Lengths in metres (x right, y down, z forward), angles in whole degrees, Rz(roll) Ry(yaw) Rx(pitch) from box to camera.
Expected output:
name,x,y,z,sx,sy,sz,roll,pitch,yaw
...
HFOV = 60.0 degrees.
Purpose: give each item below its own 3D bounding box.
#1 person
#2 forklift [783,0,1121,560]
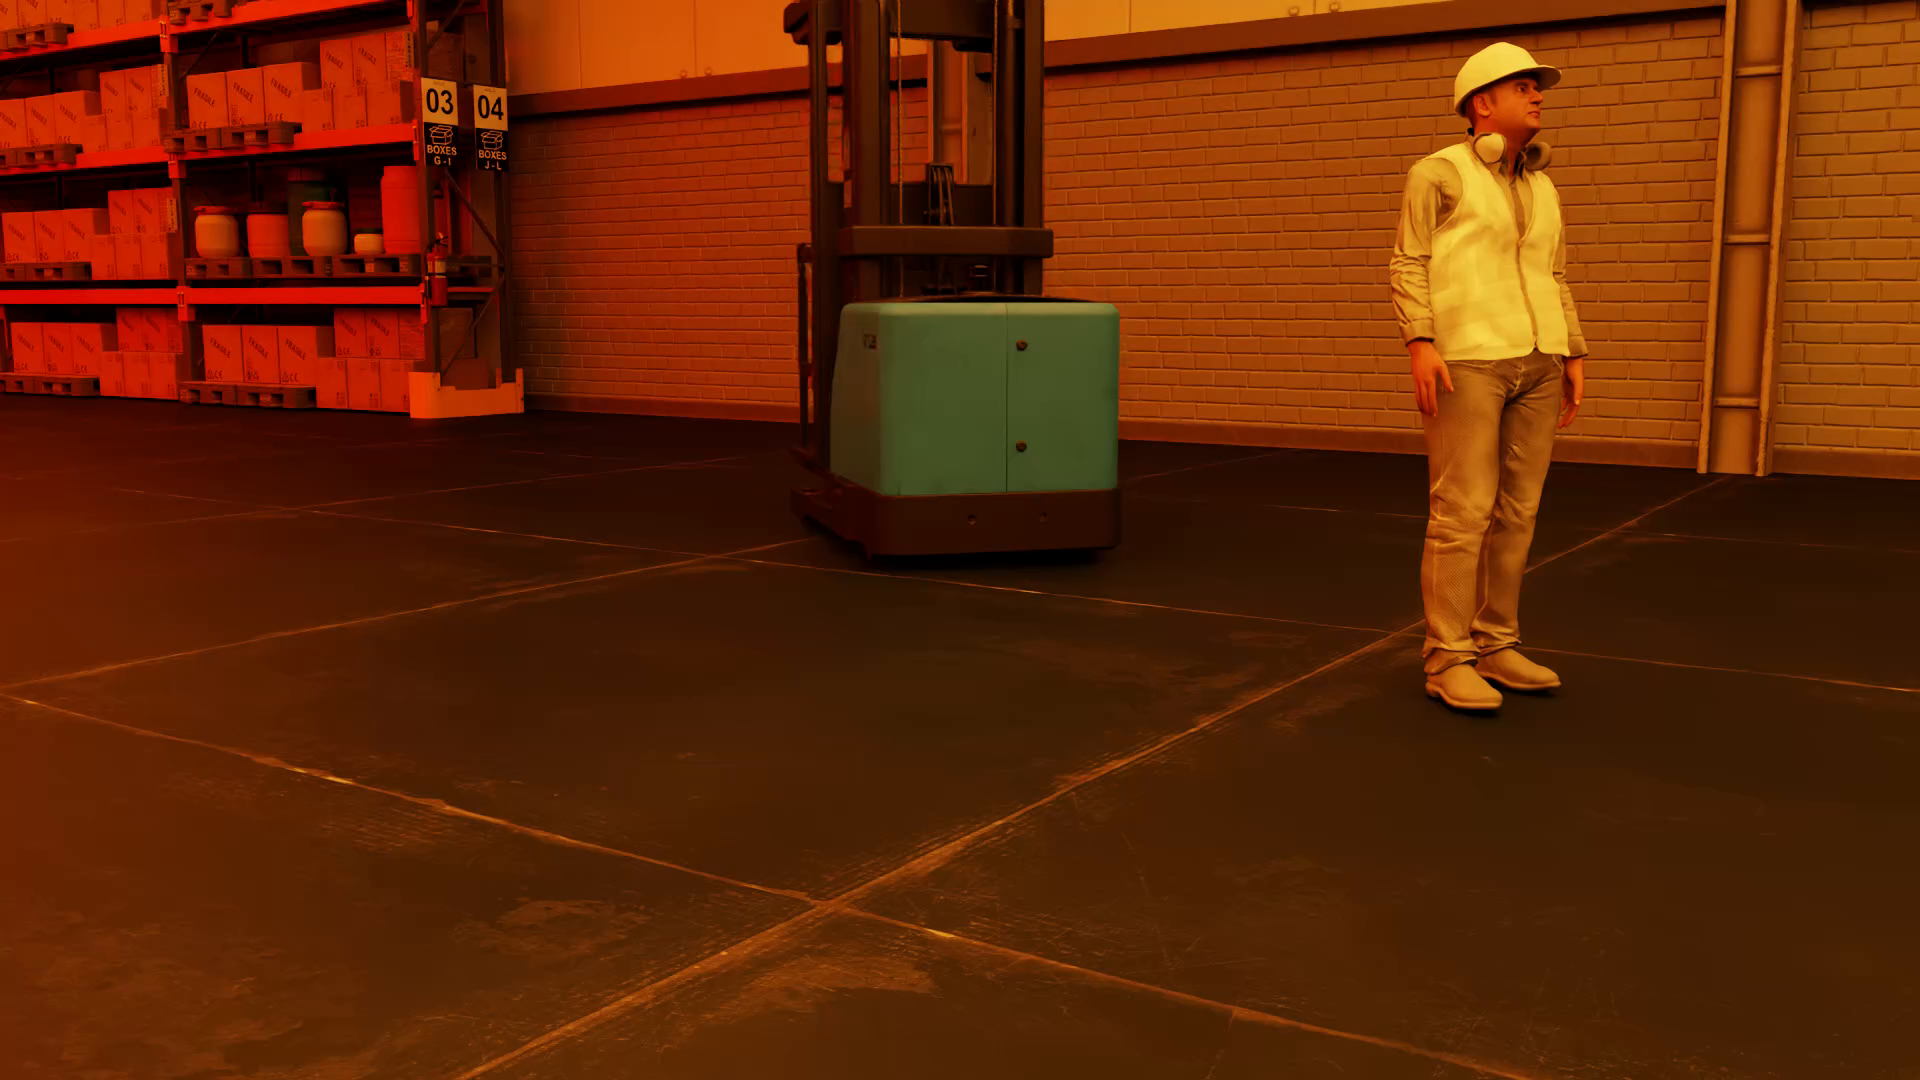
name,x,y,z,sx,sy,sz,roll,pitch,yaw
person,1.505,-0.471,4.563,0.631,1.773,0.568,-4,9,-25
forklift,-0.226,-1.538,8.008,1.130,2.935,3.031,-2,8,-16
